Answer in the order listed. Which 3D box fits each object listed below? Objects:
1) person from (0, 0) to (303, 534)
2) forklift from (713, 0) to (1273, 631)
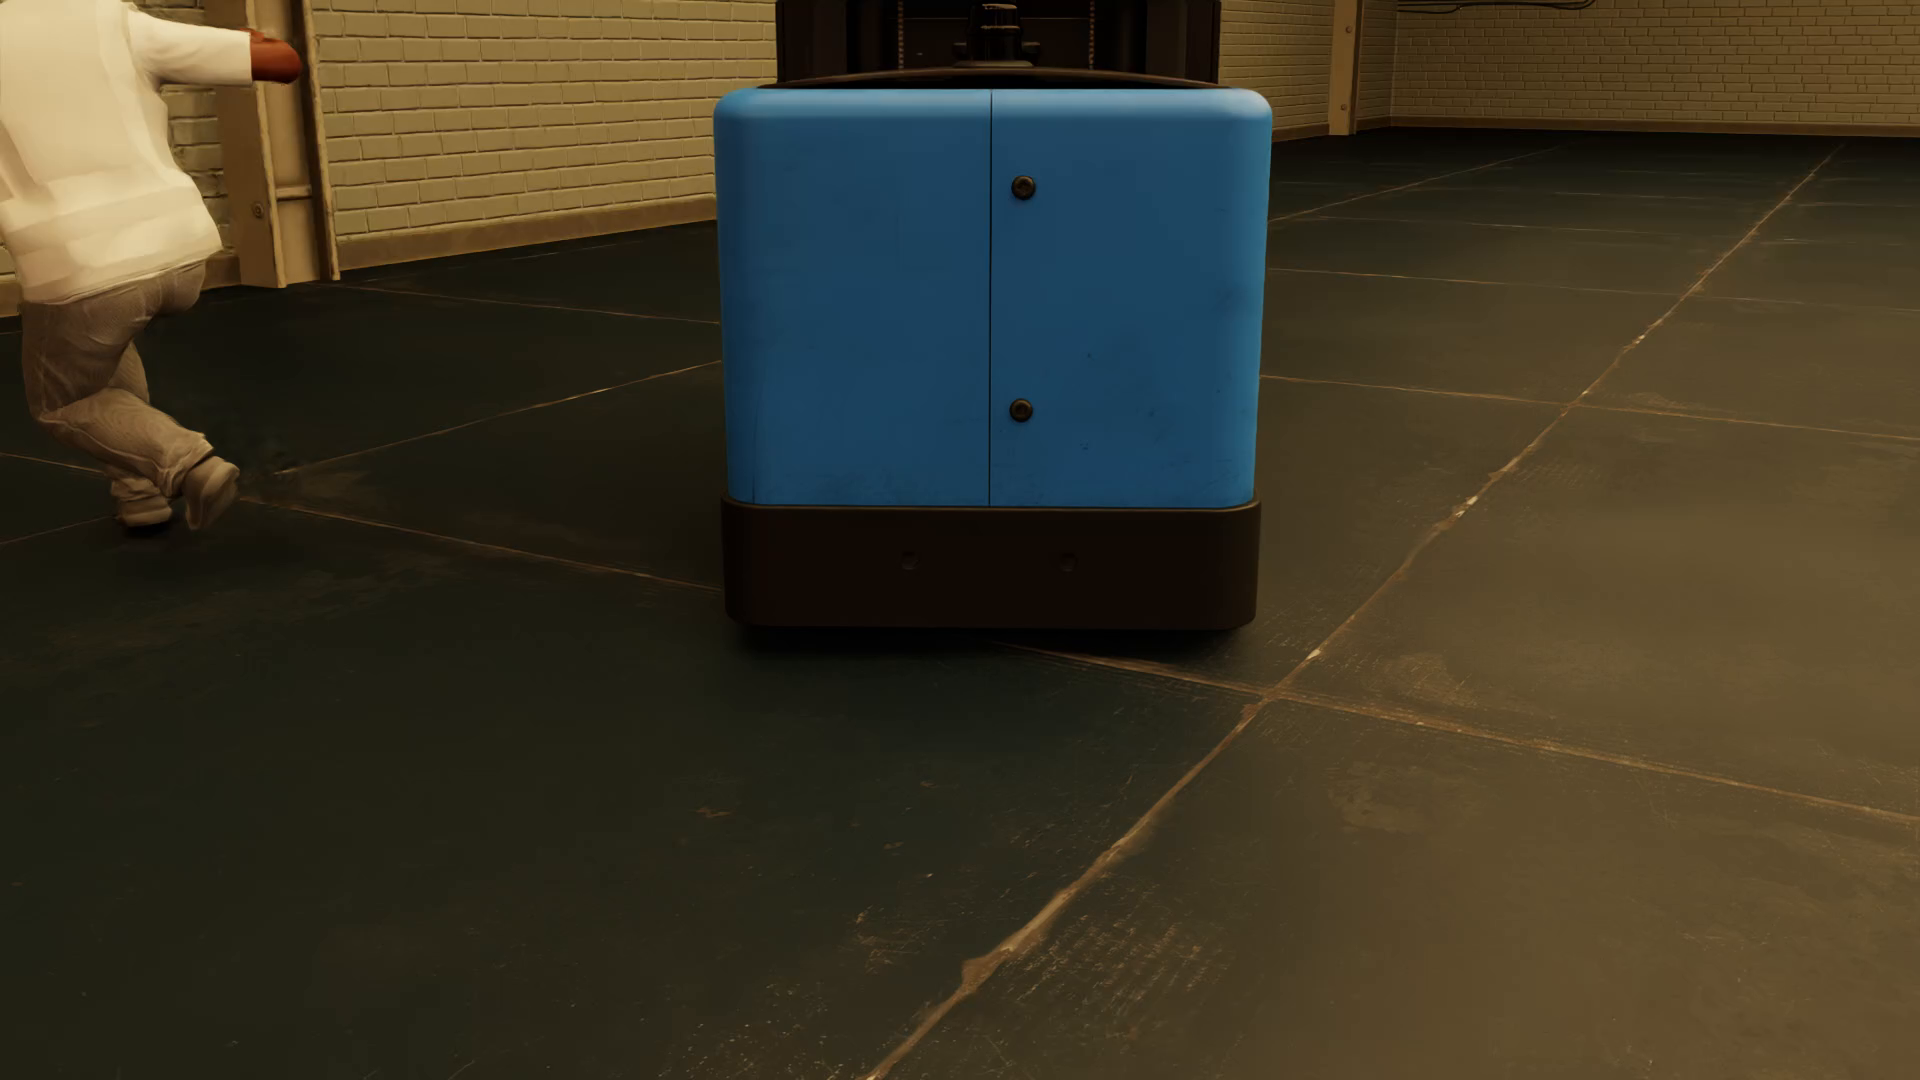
[{"bbox_3d":[-2.053,-0.750,3.990,1.103,1.482,0.850,15,22,42],"label":"person"},{"bbox_3d":[0.099,-1.593,4.261,1.130,2.935,3.031,0,16,2],"label":"forklift"}]
